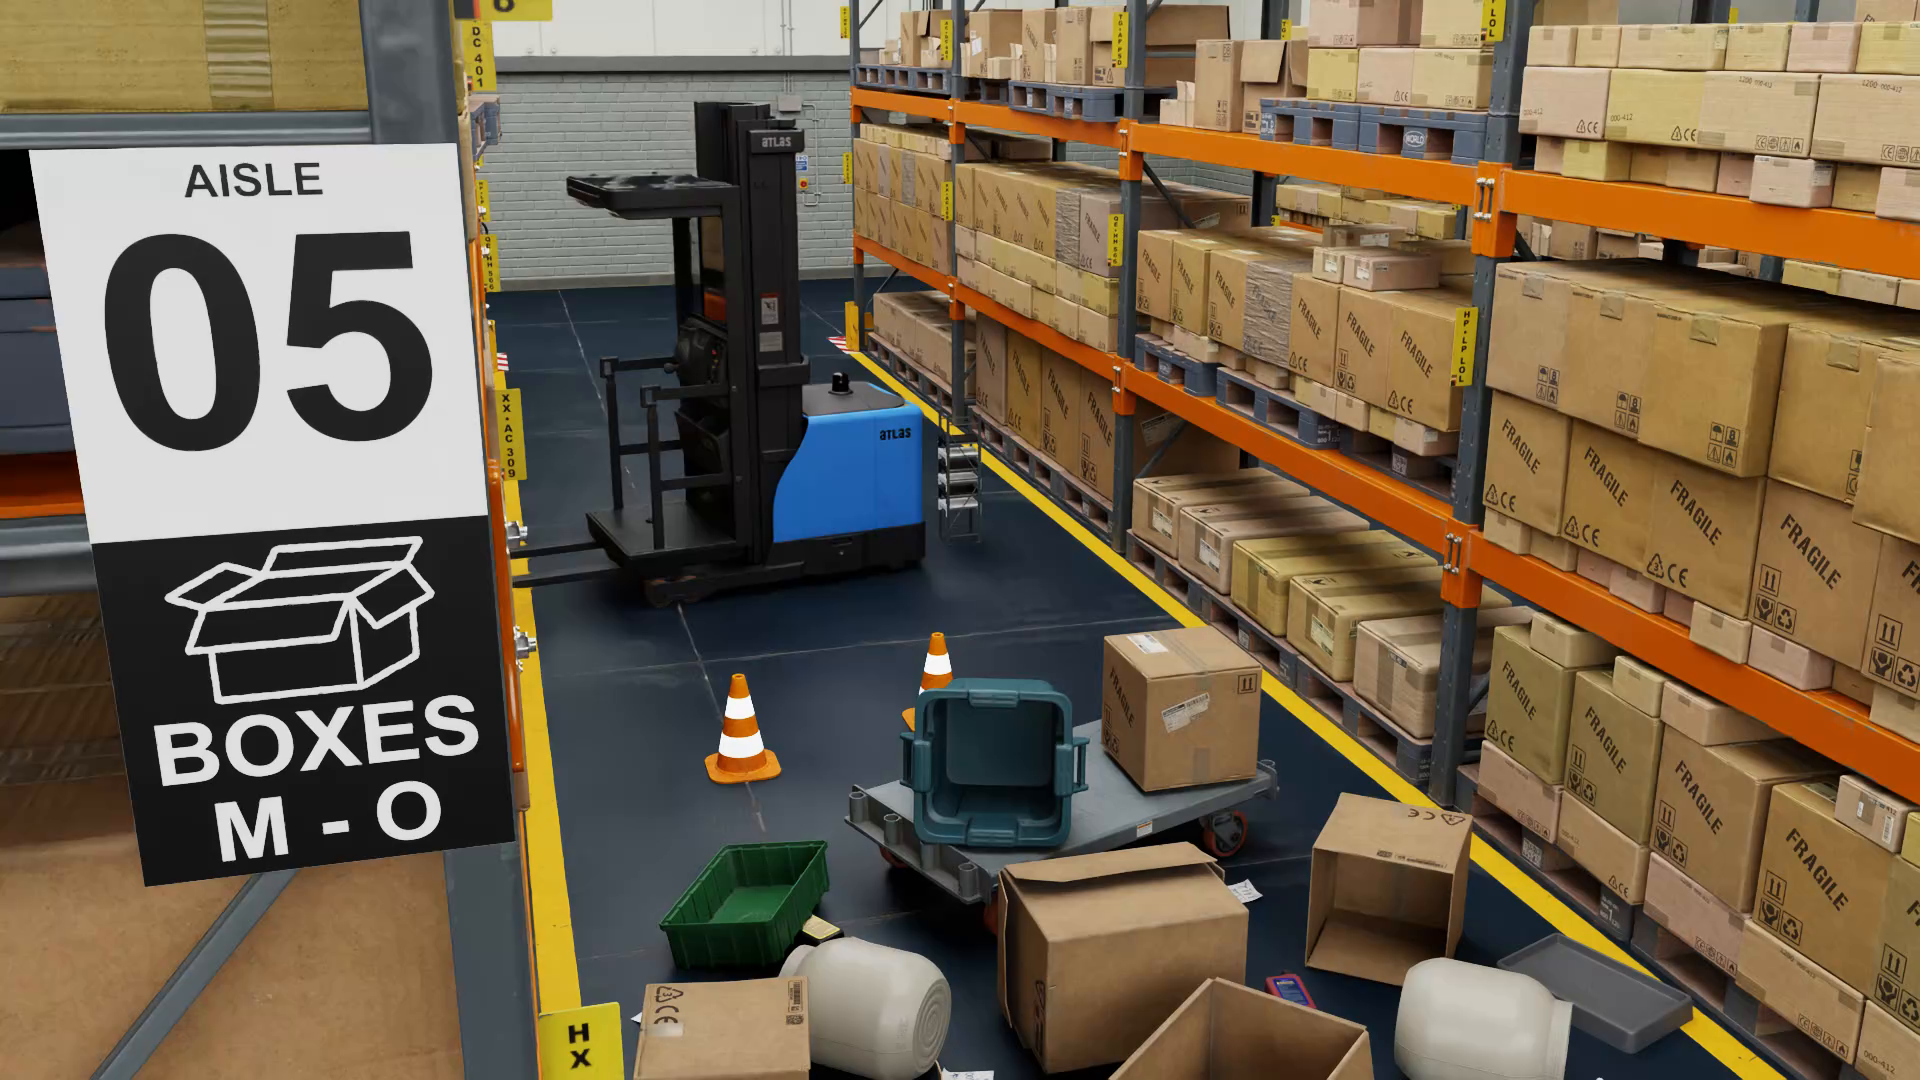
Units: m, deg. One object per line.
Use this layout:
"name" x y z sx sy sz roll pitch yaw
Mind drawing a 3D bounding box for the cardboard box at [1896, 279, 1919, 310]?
"cardboard box" 6.442 -1.530 10.723 0.500 0.250 0.500 -5 17 -17

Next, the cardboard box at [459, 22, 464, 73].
"cardboard box" -1.455 -1.232 3.965 0.500 0.250 0.500 -5 17 -16

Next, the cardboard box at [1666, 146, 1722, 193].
"cardboard box" 2.693 -1.291 5.758 0.380 0.149 0.250 -4 17 -14

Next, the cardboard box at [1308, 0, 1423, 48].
"cardboard box" 2.037 -2.525 8.093 0.500 0.250 0.500 -4 17 -14

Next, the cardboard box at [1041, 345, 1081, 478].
"cardboard box" 1.170 -1.024 12.610 0.875 0.875 0.875 -4 17 -15

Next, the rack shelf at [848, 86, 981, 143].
"rack shelf" -0.128 -4.147 16.081 1.077 0.370 4.000 -5 17 -15

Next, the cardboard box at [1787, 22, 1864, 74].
"cardboard box" 2.803 -1.519 5.130 0.380 0.149 0.250 -5 17 -16

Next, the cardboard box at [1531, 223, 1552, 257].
"cardboard box" 5.206 -2.618 14.456 0.396 0.266 0.258 -4 17 -13

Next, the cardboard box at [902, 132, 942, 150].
"cardboard box" -0.342 -3.825 15.932 0.380 0.149 0.250 -5 17 -15

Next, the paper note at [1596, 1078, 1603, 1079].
"paper note" 2.103 1.800 5.405 0.142 0.019 0.148 -12 20 -34

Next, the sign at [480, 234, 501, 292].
"sign" -2.678 -1.576 9.471 0.100 0.325 0.005 -5 17 -15

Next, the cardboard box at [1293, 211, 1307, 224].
"cardboard box" 4.035 -3.702 19.000 0.380 0.149 0.250 -4 17 -14

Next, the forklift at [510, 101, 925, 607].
"forklift" -1.784 -1.168 10.246 3.031 2.935 1.130 -8 18 -24

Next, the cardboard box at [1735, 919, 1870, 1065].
"cardboard box" 2.955 1.442 5.486 0.500 0.250 0.500 -5 18 -17

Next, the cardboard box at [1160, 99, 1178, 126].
"cardboard box" 1.444 -2.611 10.154 0.380 0.149 0.250 -5 17 -15

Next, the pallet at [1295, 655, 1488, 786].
"pallet" 2.405 0.831 8.319 1.003 0.211 1.213 -5 17 -15

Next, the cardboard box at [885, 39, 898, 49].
"cardboard box" -0.468 -5.105 17.376 0.500 0.250 0.500 -6 18 -20

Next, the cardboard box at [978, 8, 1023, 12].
"cardboard box" 0.462 -4.415 14.644 0.500 0.500 0.500 -4 17 -14

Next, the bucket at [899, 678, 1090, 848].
"bucket" 0.143 0.825 6.539 0.726 0.611 0.620 1 7 4

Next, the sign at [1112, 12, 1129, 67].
"sign" 0.985 -3.076 10.229 0.100 0.325 0.005 -5 17 -15

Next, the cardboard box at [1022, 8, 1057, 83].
"cardboard box" 0.758 -3.546 11.925 0.500 0.500 0.500 -5 17 -15

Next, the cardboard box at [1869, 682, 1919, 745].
"cardboard box" 2.992 0.503 5.001 0.380 0.149 0.250 -5 17 -16

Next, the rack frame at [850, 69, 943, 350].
"rack frame" -0.678 -3.609 18.251 1.000 3.000 0.127 -5 17 -15

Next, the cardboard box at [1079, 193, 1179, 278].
"cardboard box" 1.127 -2.045 11.133 0.500 0.500 0.500 -5 17 -17

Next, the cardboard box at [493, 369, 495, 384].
"cardboard box" -2.411 -0.503 7.739 0.500 0.500 0.500 -4 17 -14

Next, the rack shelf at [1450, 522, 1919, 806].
"rack shelf" 3.170 0.608 5.463 1.077 0.370 4.000 -5 17 -15

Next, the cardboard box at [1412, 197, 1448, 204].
"cardboard box" 5.040 -3.758 17.190 0.500 0.500 0.500 -5 17 -17

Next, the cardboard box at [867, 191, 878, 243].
"cardboard box" -0.656 -3.363 17.261 0.500 0.500 0.500 -5 17 -16

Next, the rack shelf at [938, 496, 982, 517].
"rack shelf" -0.002 -0.229 11.391 0.258 0.077 0.200 -5 17 -15

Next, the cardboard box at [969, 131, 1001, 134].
"cardboard box" 0.184 -3.870 16.083 0.380 0.149 0.250 -5 17 -15

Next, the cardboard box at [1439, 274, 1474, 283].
"cardboard box" 2.506 -1.109 8.511 0.500 0.500 0.500 -5 17 -16

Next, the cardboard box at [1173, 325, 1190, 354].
"cardboard box" 1.508 -1.212 9.979 0.380 0.149 0.250 -6 18 -19

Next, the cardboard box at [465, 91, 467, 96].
"cardboard box" -1.076 -0.728 2.981 0.380 0.149 0.250 -5 17 -15

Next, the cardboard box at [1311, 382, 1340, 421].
"cardboard box" 1.979 -0.704 8.287 0.380 0.149 0.250 -5 17 -15

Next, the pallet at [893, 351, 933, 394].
"pallet" -0.051 -1.721 16.815 1.003 0.211 1.213 -5 17 -15

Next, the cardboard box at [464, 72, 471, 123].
"cardboard box" -1.562 -1.219 4.614 0.380 0.149 0.250 -4 17 -14

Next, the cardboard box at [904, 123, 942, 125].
"cardboard box" -0.387 -4.363 17.722 0.380 0.149 0.250 -4 17 -15

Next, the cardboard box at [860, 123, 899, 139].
"cardboard box" -0.846 -4.326 17.600 0.380 0.149 0.250 -4 17 -14

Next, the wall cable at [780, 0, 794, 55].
"wall cable" -2.512 -8.033 22.552 0.463 3.000 0.029 -5 17 -15

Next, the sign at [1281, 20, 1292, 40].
"sign" 2.043 -3.122 10.519 0.100 0.325 0.005 -5 17 -15

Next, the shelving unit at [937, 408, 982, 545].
"shelving unit" -0.002 -0.433 11.330 0.258 0.900 0.210 -5 17 -15

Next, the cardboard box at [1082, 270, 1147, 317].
"cardboard box" 1.143 -1.677 11.213 0.500 0.250 0.500 -5 17 -15

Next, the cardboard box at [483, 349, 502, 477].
"cardboard box" -1.780 -0.211 4.804 0.875 0.550 0.550 -5 17 -15

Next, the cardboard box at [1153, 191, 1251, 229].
"cardboard box" 1.620 -2.078 11.245 0.500 0.500 0.500 -5 18 -17

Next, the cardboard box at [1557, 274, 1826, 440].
"cardboard box" 2.652 -0.677 6.062 0.700 0.500 0.500 -5 17 -15

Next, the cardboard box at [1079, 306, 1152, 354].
"cardboard box" 1.132 -1.443 11.303 0.500 0.250 0.500 -5 18 -17

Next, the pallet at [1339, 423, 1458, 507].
"pallet" 2.550 -0.420 7.971 1.003 0.211 1.213 -5 17 -15

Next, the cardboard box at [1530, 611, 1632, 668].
"cardboard box" 2.499 0.381 6.590 0.380 0.149 0.250 -4 17 -14

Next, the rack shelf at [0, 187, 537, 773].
"rack shelf" -1.562 -0.409 3.635 1.077 0.370 4.000 -5 17 -15

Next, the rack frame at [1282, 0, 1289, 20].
"rack frame" 4.094 -6.875 18.698 1.000 3.000 0.127 -5 17 -15

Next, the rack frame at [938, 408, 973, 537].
"rack frame" -0.030 -0.461 11.424 0.240 0.900 0.006 -5 17 -15

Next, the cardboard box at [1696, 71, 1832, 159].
"cardboard box" 2.754 -1.372 5.334 0.500 0.250 0.500 -5 17 -15

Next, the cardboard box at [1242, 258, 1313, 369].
"cardboard box" 1.854 -1.215 8.864 0.500 0.500 0.500 -5 18 -17

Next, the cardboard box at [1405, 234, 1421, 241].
"cardboard box" 4.676 -2.984 16.608 0.380 0.149 0.250 -4 17 -14

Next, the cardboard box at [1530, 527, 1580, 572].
"cardboard box" 2.518 0.009 6.644 0.380 0.149 0.250 -4 17 -14

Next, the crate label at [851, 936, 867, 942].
"crate label" -0.387 1.559 6.023 0.250 0.136 0.298 11 20 32

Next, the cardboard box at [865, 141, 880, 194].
"cardboard box" -0.671 -3.838 17.102 0.500 0.500 0.500 -5 17 -17

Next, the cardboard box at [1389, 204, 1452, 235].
"cardboard box" 4.667 -3.225 16.719 0.500 0.250 0.500 -5 17 -15
